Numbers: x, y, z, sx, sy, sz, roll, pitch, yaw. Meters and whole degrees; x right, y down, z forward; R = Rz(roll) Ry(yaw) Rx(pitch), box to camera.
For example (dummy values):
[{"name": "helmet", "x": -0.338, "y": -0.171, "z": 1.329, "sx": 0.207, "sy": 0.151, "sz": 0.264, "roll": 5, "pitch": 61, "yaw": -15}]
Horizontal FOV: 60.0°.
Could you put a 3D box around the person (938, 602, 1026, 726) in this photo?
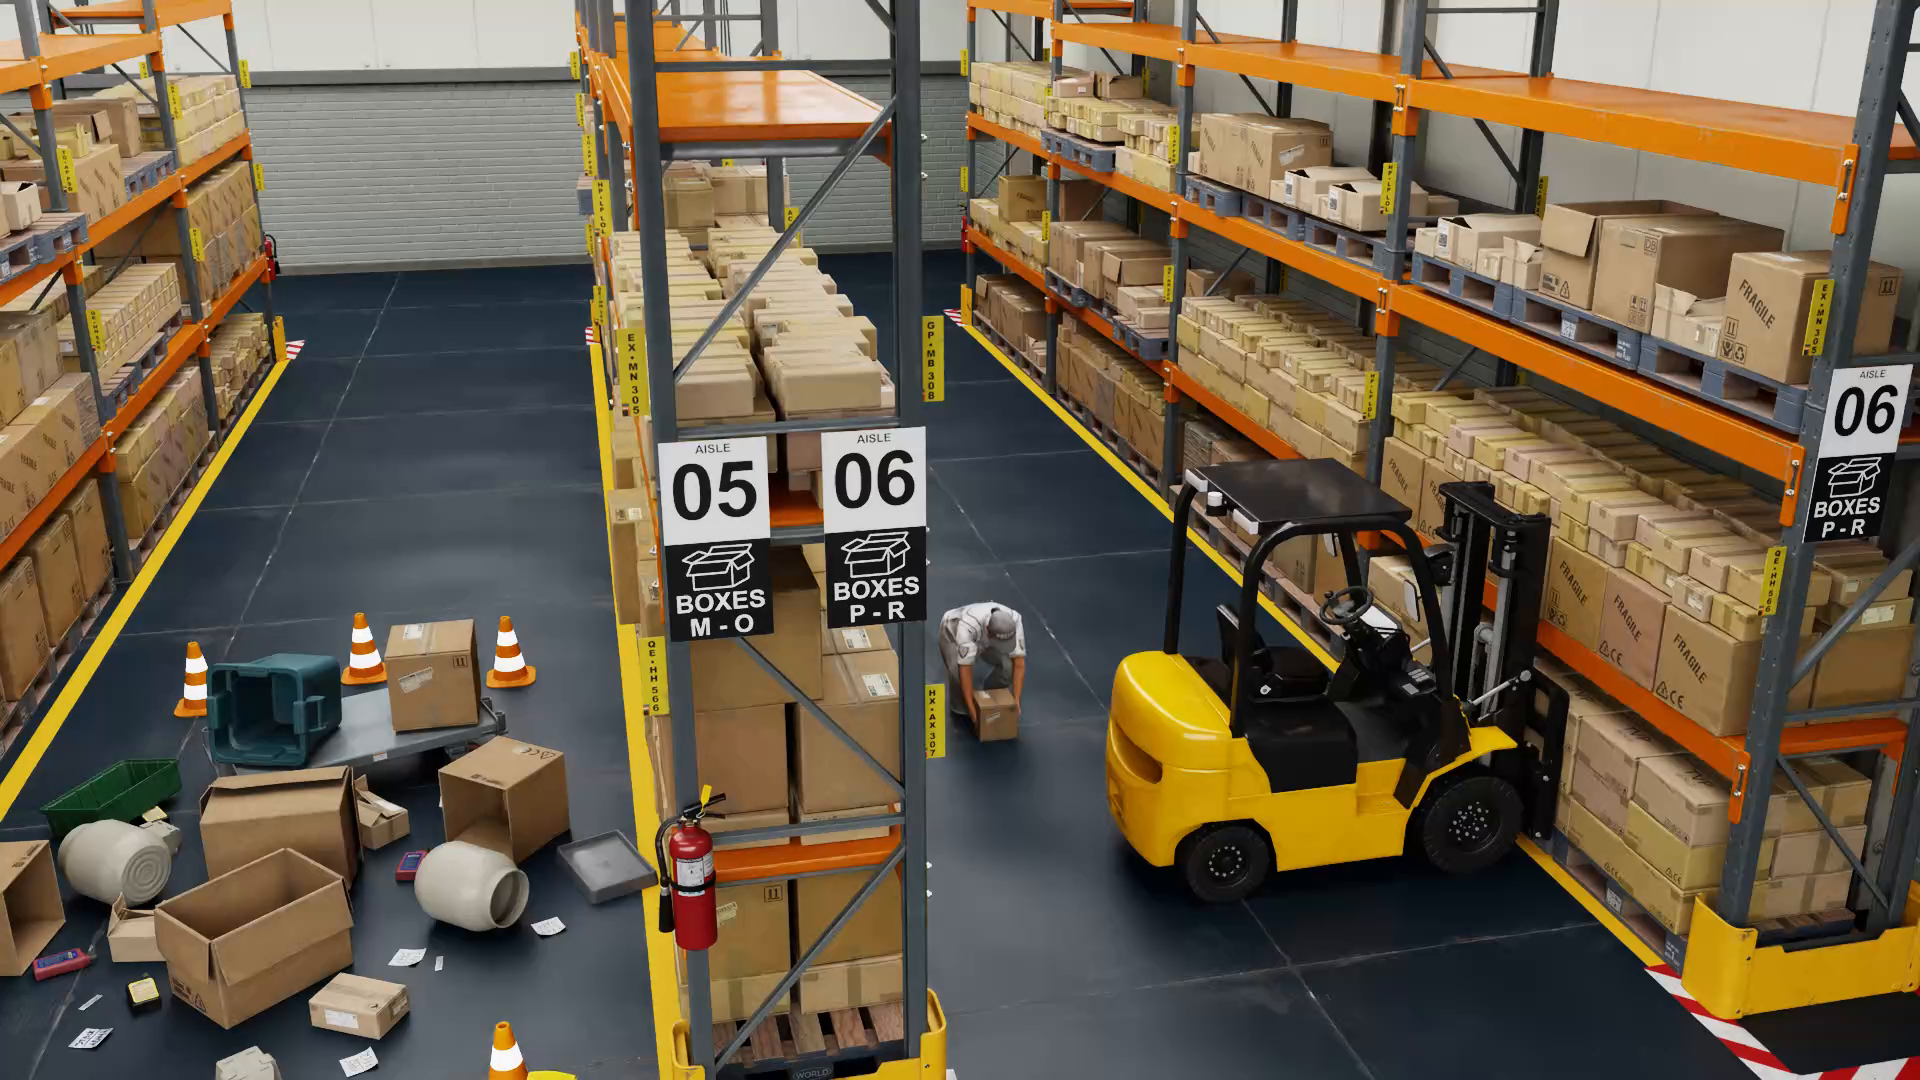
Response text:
[{"name": "person", "x": 0.148, "y": 0.758, "z": 11.180, "sx": 0.515, "sy": 0.848, "sz": 0.864, "roll": -5, "pitch": 20, "yaw": -12}]
